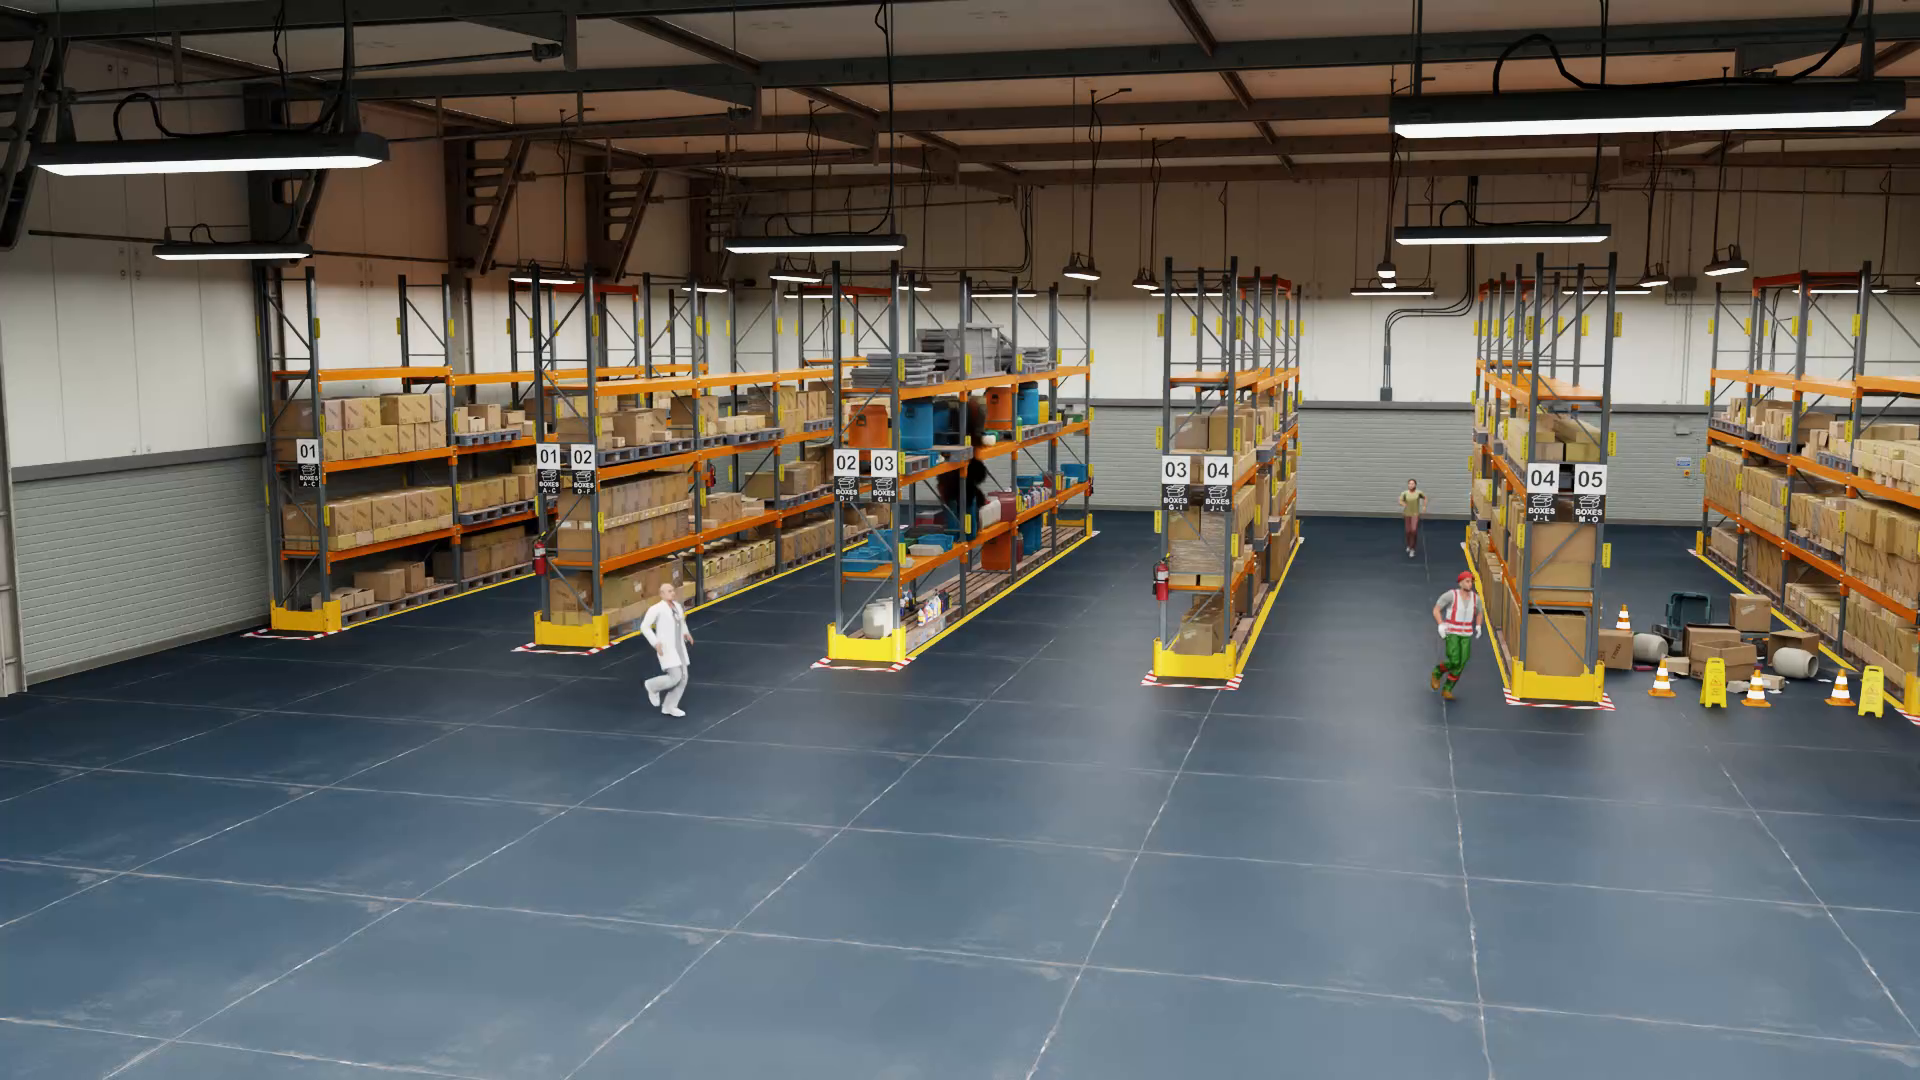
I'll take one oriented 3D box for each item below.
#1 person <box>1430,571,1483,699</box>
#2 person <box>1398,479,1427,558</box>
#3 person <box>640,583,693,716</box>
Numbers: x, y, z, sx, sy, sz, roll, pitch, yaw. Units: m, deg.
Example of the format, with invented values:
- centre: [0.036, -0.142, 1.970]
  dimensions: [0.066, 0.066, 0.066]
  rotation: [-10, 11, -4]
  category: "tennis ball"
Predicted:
- centre: [6.815, 1.284, 22.651]
  dimensions: [0.662, 1.740, 0.573]
  rotation: [-1, 7, -12]
  category: "person"
- centre: [10.015, -0.505, 36.874]
  dimensions: [0.588, 1.726, 0.791]
  rotation: [3, 8, 24]
  category: "person"
- centre: [-3.776, 1.420, 21.581]
  dimensions: [0.637, 1.732, 0.710]
  rotation: [5, 9, 34]
  category: "person"
